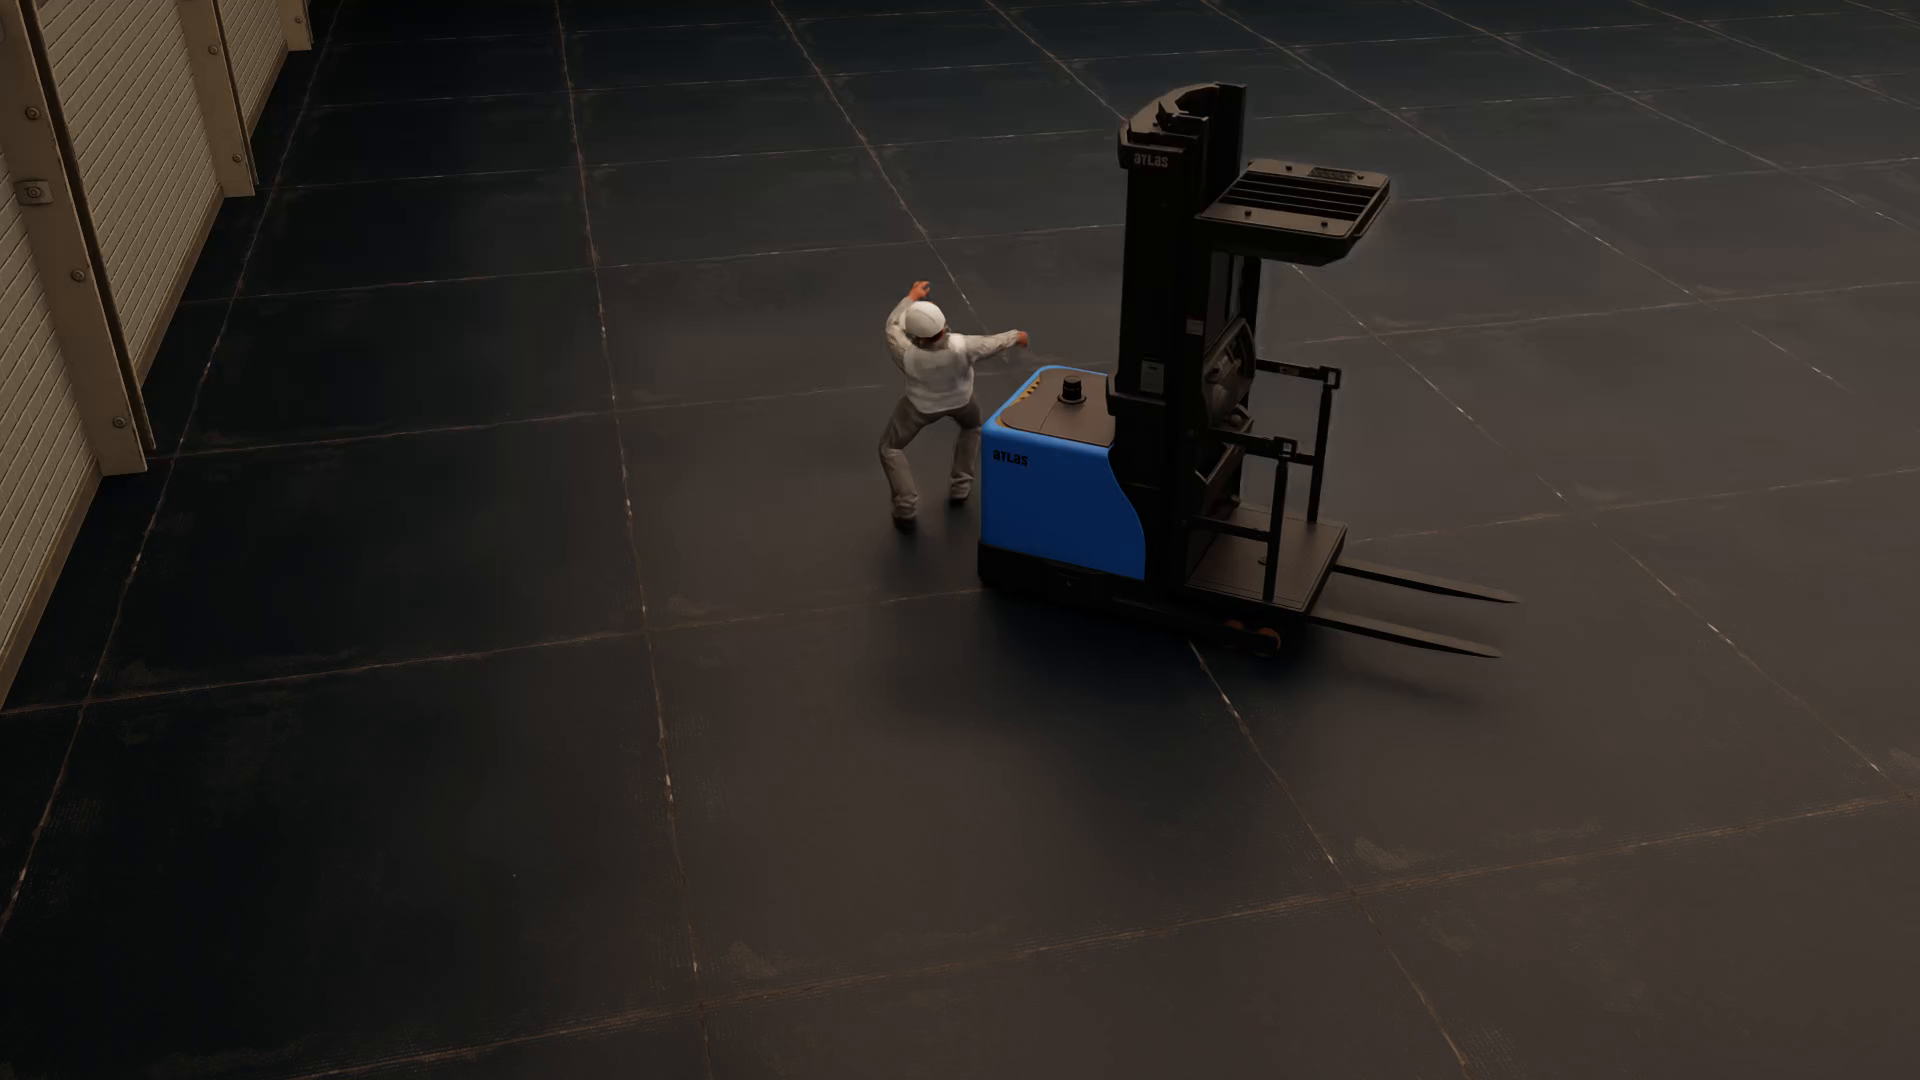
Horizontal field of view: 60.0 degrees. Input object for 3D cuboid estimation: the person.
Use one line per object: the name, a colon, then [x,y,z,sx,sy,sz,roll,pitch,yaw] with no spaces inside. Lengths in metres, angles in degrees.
person: [-0.014,-0.921,10.575,1.024,1.540,0.730,-11,32,-18]

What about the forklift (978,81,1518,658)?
forklift: [1.669,-0.909,9.144,3.031,2.935,1.130,13,32,21]
